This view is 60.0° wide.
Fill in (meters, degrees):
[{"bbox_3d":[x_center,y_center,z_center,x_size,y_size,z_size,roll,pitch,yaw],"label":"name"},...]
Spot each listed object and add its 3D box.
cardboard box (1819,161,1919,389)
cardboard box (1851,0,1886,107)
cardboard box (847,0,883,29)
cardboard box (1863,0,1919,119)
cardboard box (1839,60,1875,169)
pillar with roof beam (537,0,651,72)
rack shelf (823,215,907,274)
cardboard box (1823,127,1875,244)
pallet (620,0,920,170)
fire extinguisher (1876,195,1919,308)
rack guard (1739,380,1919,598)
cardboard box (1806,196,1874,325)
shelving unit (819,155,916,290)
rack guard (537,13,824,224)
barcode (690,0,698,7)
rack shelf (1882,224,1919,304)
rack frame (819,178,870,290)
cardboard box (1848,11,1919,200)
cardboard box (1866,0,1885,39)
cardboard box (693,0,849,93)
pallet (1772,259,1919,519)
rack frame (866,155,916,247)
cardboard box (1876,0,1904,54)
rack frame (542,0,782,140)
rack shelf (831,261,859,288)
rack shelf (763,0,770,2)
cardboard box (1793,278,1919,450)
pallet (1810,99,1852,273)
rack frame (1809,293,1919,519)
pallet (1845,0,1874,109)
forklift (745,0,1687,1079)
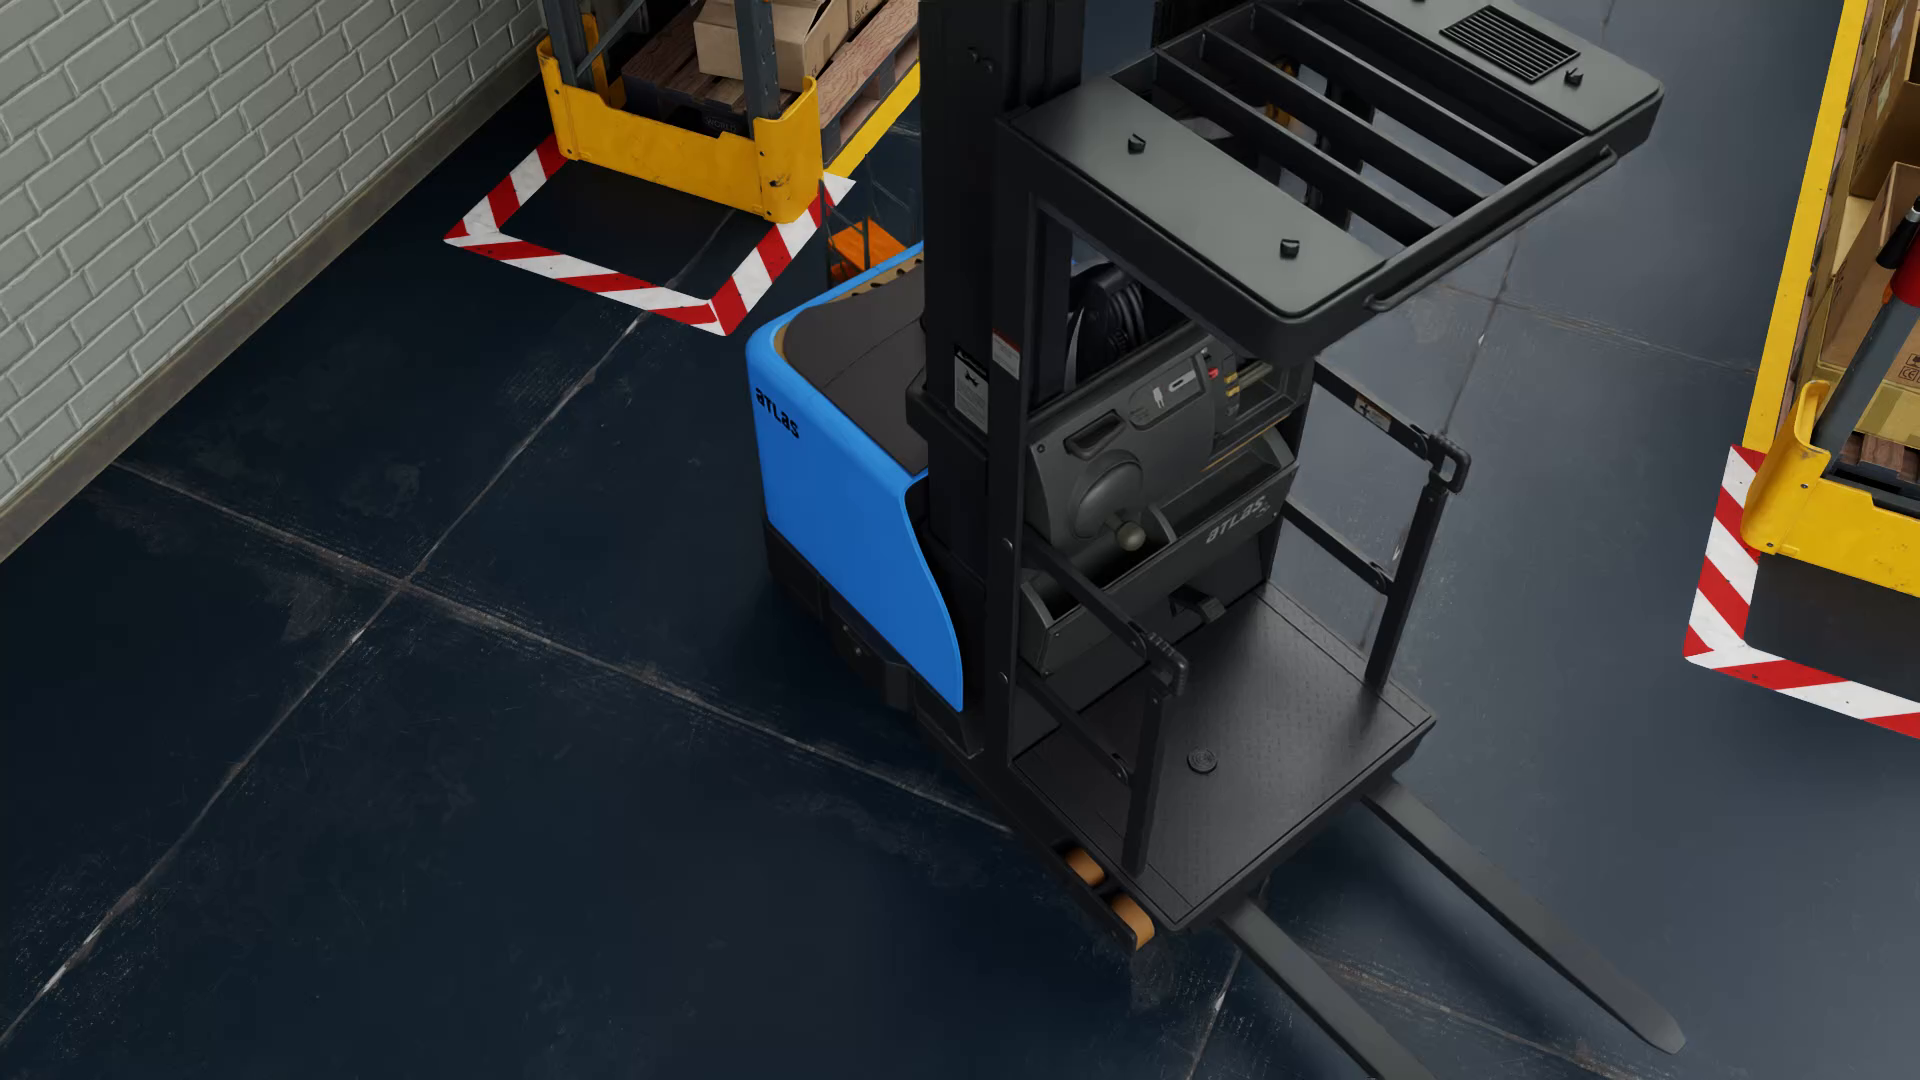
[{"bbox_3d":[3.255,-0.861,5.550,0.500,0.500,0.500,20,52,16],"label":"cardboard box"},{"bbox_3d":[4.095,-2.000,7.012,0.500,0.250,0.500,20,52,16],"label":"cardboard box"},{"bbox_3d":[-0.565,-2.627,7.492,0.500,0.311,0.500,24,54,19],"label":"cardboard box"},{"bbox_3d":[3.883,-1.898,6.433,0.500,0.500,0.500,20,52,16],"label":"cardboard box"},{"bbox_3d":[3.887,-1.654,6.717,0.500,0.250,0.500,20,52,16],"label":"cardboard box"},{"bbox_3d":[2.223,-3.823,3.094,9.100,9.000,0.400,20,52,16],"label":"pillar with roof beam"},{"bbox_3d":[-0.286,-0.902,5.315,0.180,0.103,0.258,-32,57,-24],"label":"rack shelf"},{"bbox_3d":[3.671,-1.310,6.425,0.500,0.250,0.500,20,52,16],"label":"cardboard box"},{"bbox_3d":[-0.774,-2.212,7.494,1.003,0.211,1.213,20,52,16],"label":"pallet"},{"bbox_3d":[2.824,-0.951,4.641,0.296,0.674,0.183,20,52,16],"label":"fire extinguisher"},{"bbox_3d":[3.284,-0.080,5.490,1.175,0.500,0.348,20,52,16],"label":"rack guard"},{"bbox_3d":[3.459,-0.965,6.131,0.500,0.250,0.500,20,52,16],"label":"cardboard box"},{"bbox_3d":[-0.285,-0.697,5.554,0.189,1.200,0.258,-32,57,-24],"label":"shelving unit"},{"bbox_3d":[-1.153,-1.758,6.918,1.175,0.500,0.348,20,52,16],"label":"rack guard"},{"bbox_3d":[-1.163,-2.380,7.276,0.001,0.075,0.075,20,52,16],"label":"barcode"},{"bbox_3d":[4.149,-2.051,5.998,1.077,0.370,4.000,20,52,16],"label":"rack shelf"},{"bbox_3d":[-0.356,-0.653,5.517,0.006,1.200,0.240,-32,57,-24],"label":"rack frame"},{"bbox_3d":[3.669,-1.554,6.140,0.500,0.500,0.500,20,52,16],"label":"cardboard box"},{"bbox_3d":[4.313,-2.343,7.303,0.500,0.250,0.500,20,52,16],"label":"cardboard box"},{"bbox_3d":[-0.809,-2.234,7.158,0.500,0.311,0.500,14,51,12],"label":"cardboard box"},{"bbox_3d":[3.583,-0.543,6.073,1.003,0.211,1.213,20,52,16],"label":"pallet"},{"bbox_3d":[-0.215,-0.741,5.592,0.006,1.200,0.240,-32,57,-24],"label":"rack frame"},{"bbox_3d":[4.095,-2.243,6.726,0.500,0.500,0.500,20,52,16],"label":"cardboard box"},{"bbox_3d":[-1.186,-2.516,5.921,1.000,3.000,0.127,20,52,16],"label":"rack frame"},{"bbox_3d":[-0.286,-0.824,5.406,0.180,0.103,0.258,-32,57,-24],"label":"rack shelf"},{"bbox_3d":[-0.331,-3.660,7.367,1.077,0.370,4.000,20,52,16],"label":"rack shelf"},{"bbox_3d":[3.257,-0.617,5.835,0.500,0.250,0.500,20,52,16],"label":"cardboard box"},{"bbox_3d":[4.106,-1.380,6.786,1.003,0.211,1.213,20,52,16],"label":"pallet"},{"bbox_3d":[3.295,-0.906,4.552,1.000,3.000,0.127,20,52,16],"label":"rack frame"},{"bbox_3d":[4.626,-2.223,7.503,1.003,0.211,1.213,20,52,16],"label":"pallet"},{"bbox_3d":[0.679,-0.220,4.013,1.130,2.935,3.031,-32,57,-24],"label":"forklift"}]
